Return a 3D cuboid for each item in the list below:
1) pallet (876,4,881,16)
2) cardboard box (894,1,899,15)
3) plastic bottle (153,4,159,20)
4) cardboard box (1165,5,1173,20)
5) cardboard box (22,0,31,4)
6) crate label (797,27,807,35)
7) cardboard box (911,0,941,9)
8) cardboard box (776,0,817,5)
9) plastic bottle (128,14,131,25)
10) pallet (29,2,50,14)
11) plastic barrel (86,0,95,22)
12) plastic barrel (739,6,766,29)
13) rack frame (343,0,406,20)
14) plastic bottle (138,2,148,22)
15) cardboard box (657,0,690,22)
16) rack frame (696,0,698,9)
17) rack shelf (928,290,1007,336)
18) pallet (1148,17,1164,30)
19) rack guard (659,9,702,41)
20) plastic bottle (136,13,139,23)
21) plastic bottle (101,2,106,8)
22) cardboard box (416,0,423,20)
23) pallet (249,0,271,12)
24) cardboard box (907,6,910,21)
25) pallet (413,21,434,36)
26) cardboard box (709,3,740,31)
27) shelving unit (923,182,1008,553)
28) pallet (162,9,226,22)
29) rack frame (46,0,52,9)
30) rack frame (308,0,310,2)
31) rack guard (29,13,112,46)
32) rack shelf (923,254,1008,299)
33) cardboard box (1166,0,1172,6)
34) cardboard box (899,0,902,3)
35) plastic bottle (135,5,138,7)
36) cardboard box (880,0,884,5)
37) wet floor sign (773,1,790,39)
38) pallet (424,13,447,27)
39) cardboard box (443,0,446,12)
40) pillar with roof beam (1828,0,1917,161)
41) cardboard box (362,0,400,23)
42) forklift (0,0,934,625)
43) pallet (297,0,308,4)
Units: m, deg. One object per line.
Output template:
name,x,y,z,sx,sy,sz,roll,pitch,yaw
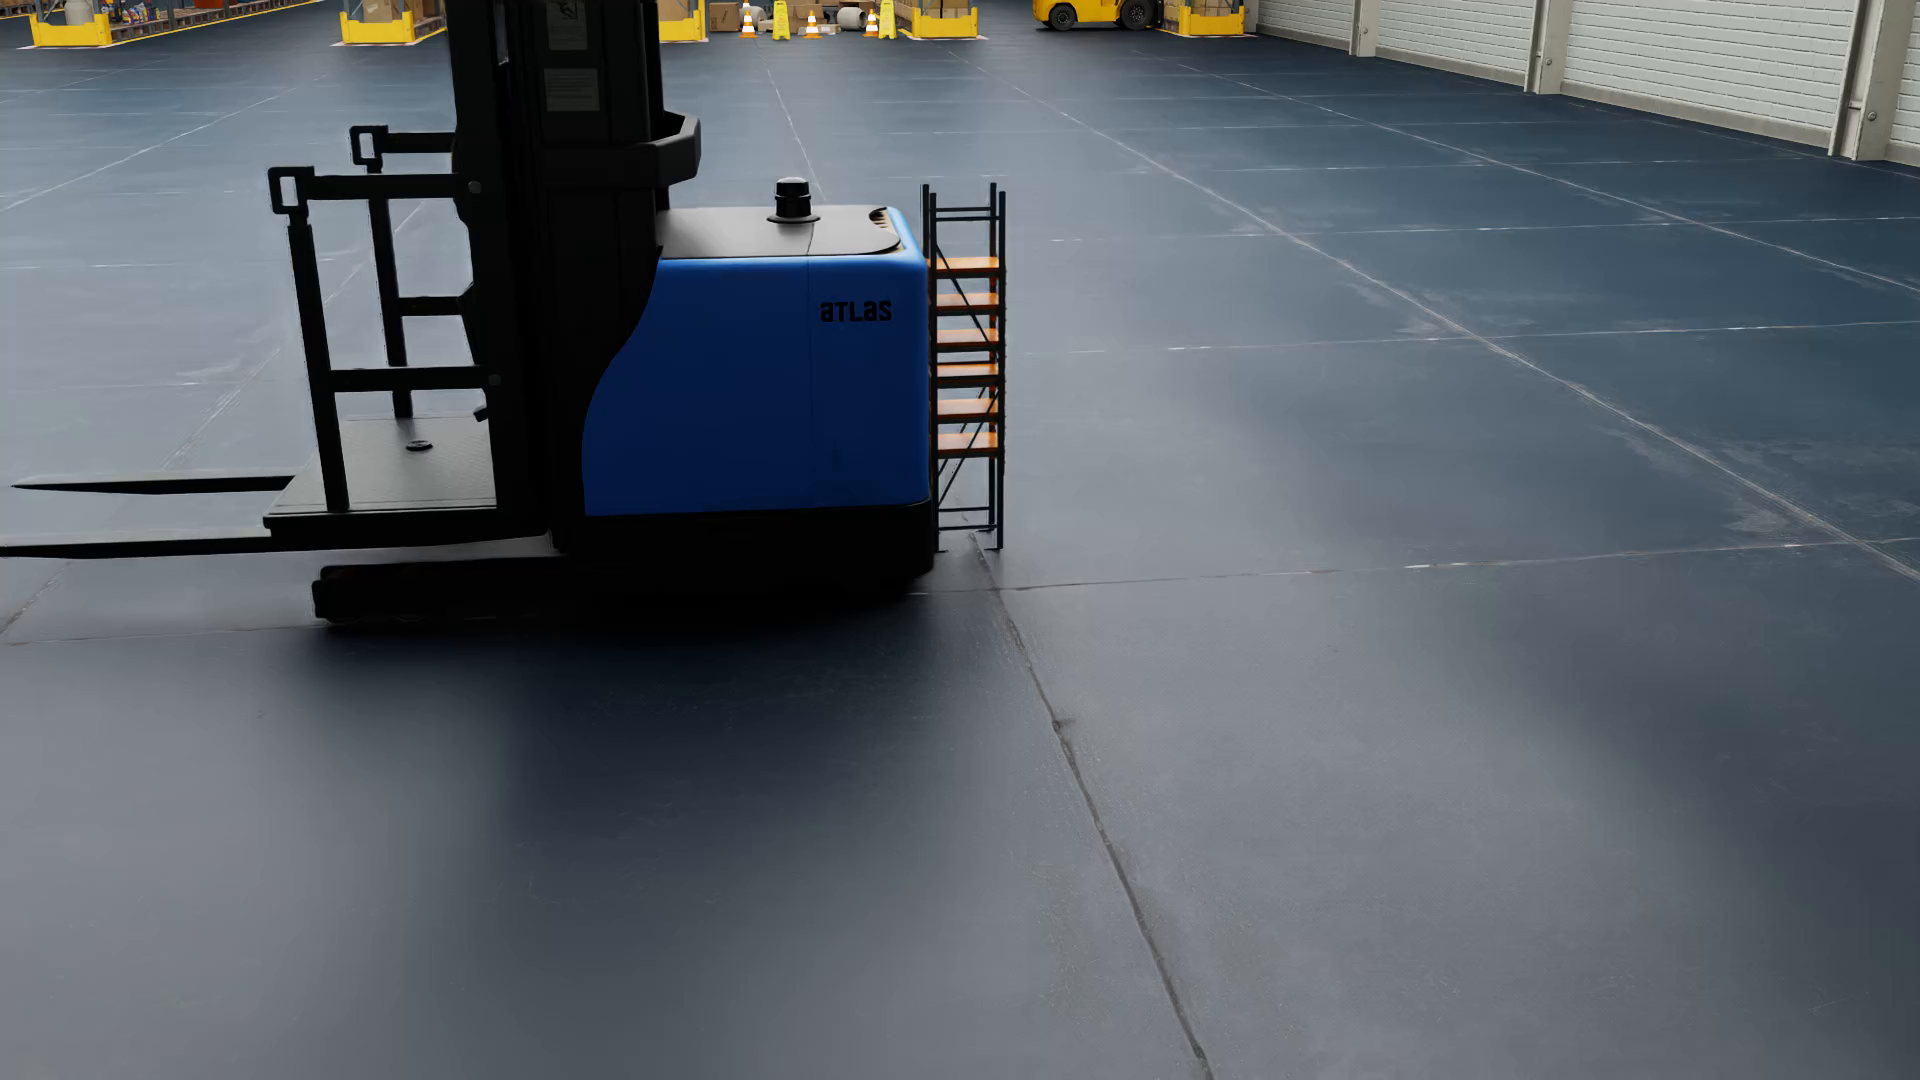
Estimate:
pallet,-1.305,-11.721,36.796,1.003,0.211,1.213,-3,21,-8
cardboard box,-1.022,-10.604,33.149,0.500,0.250,0.500,-4,21,-10
plastic bottle,-15.152,-9.947,31.315,0.061,0.283,0.133,-2,21,-5
cardboard box,4.205,-10.008,31.553,0.500,0.250,0.500,-3,21,-8
cardboard box,-21.113,-12.218,37.086,0.500,0.500,0.500,-3,21,-7
crate label,-2.826,-9.366,30.598,0.250,0.136,0.298,-15,25,-35
cardboard box,-0.637,-10.052,30.601,0.500,0.500,0.500,-3,21,-7
cardboard box,-3.165,-10.226,32.182,0.797,0.637,0.503,-3,21,-8
plastic bottle,-14.939,-9.353,29.841,0.097,0.201,0.097,0,20,0
pallet,-21.448,-12.099,37.808,1.003,0.211,1.213,-3,21,-8
plastic barrel,-15.214,-9.207,29.036,0.421,0.512,0.421,0,20,0
plastic barrel,-4.042,-10.106,32.169,0.512,0.421,0.421,12,24,30
rack frame,-10.070,-10.028,28.279,1.000,3.000,0.127,-3,21,-8
plastic bottle,-15.095,-9.742,30.669,0.144,0.351,0.185,-3,21,-8
cardboard box,-5.310,-9.676,29.773,0.875,0.875,0.875,-3,21,-7
rack frame,-6.300,-13.013,36.271,1.000,3.000,0.127,-3,21,-8
rack shelf,0.012,-0.741,5.425,0.258,0.103,0.180,-3,21,-7
pallet,4.324,-10.158,32.610,1.003,0.211,1.213,-3,21,-8
rack guard,-5.144,-9.064,29.270,1.175,0.500,0.348,-3,21,-8
plastic bottle,-15.002,-9.505,30.248,0.097,0.201,0.097,0,20,0
plastic bottle,-15.815,-9.763,30.725,0.144,0.351,0.185,-4,21,-10
cardboard box,-10.538,-10.100,31.444,0.500,0.500,0.500,4,21,9
pallet,-16.631,-12.358,38.501,1.003,0.211,1.213,-3,21,-8
cardboard box,-0.713,-9.883,31.219,0.500,0.250,0.500,-3,21,-8
pallet,-10.335,-9.453,30.723,1.003,0.211,1.213,-3,21,-8
cardboard box,-4.484,-9.973,31.699,0.500,0.500,0.500,1,20,2
shelving unit,0.013,-0.558,5.494,0.258,1.200,0.189,-3,21,-7
pallet,-16.051,-10.972,34.790,1.003,0.211,1.213,-3,21,-8
rack frame,-21.603,-13.685,38.069,1.000,3.000,0.127,-3,21,-8
rack frame,-17.277,-15.318,42.442,1.000,3.000,0.127,-3,21,-8
rack guard,-15.029,-8.631,28.111,1.175,0.500,0.348,-3,21,-8
rack shelf,0.012,-0.853,5.383,0.258,0.103,0.180,-3,21,-7
cardboard box,4.207,-10.249,31.486,0.500,0.250,0.500,-3,21,-8
cardboard box,-0.933,-10.770,32.523,0.500,0.500,0.500,-2,21,-6
plastic bottle,-15.285,-9.802,30.938,0.152,0.276,0.135,-3,21,-8
cardboard box,-1.231,-11.812,36.211,0.950,0.372,0.625,-3,21,-9
wet floor sign,-3.184,-9.230,29.507,0.267,0.644,0.232,-7,21,-17
pallet,-10.760,-10.376,33.196,1.003,0.211,1.213,-3,21,-8
cardboard box,-10.845,-11.022,33.883,0.700,0.500,0.500,-5,21,-12
pillar with roof beam,3.774,-7.427,12.741,9.100,9.000,0.400,-3,21,-8
cardboard box,-10.143,-9.271,29.224,0.500,0.500,0.500,1,20,2
forklift,-1.638,-1.311,5.038,3.031,2.935,1.130,-2,21,-6
pallet,-17.197,-13.724,42.160,1.003,0.211,1.213,-3,21,-8
